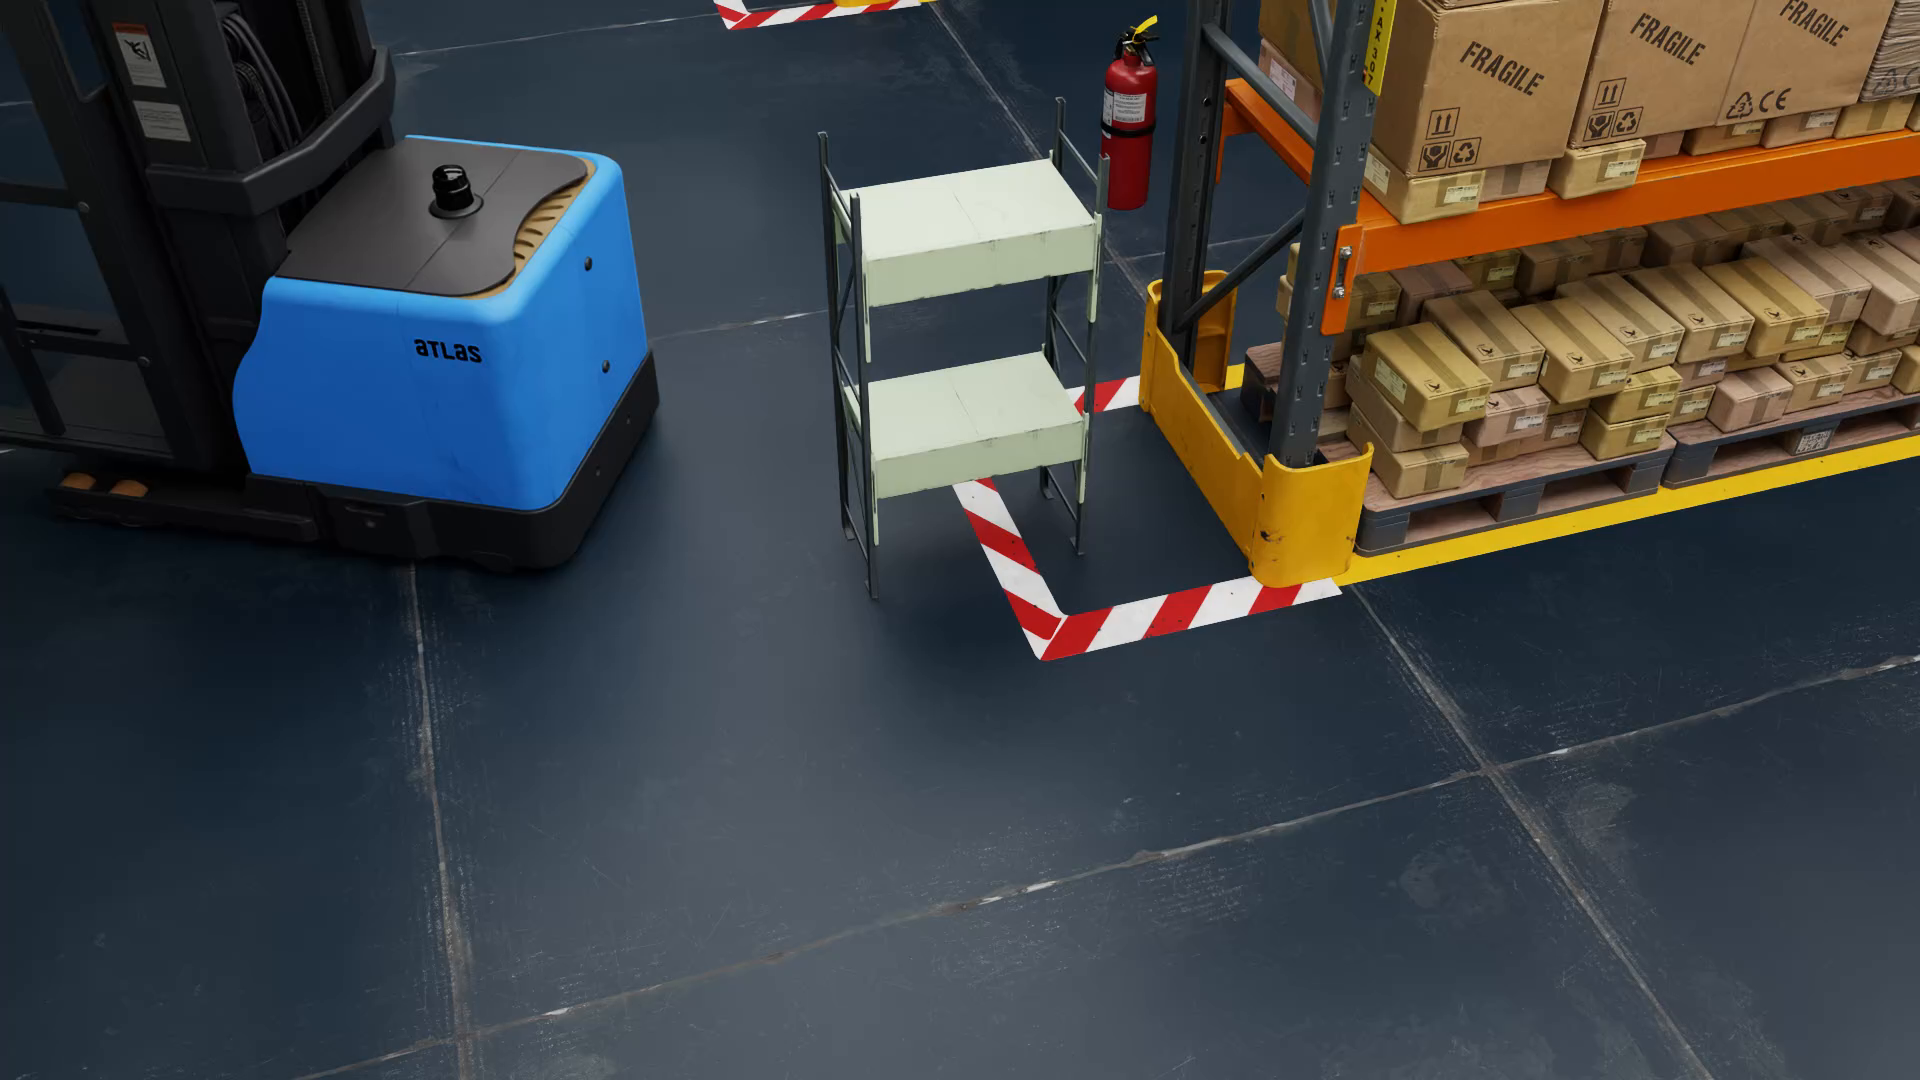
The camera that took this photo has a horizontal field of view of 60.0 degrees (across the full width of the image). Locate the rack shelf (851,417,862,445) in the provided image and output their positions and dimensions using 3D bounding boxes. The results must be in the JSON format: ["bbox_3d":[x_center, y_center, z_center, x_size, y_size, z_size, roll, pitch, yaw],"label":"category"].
[{"bbox_3d":[0.006,-0.374,5.426,0.664,0.071,0.332,-12,42,-13],"label":"rack shelf"}]

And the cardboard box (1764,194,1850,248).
[{"bbox_3d":[3.105,-1.235,6.279,0.250,0.149,0.380,-13,43,-15],"label":"cardboard box"}]

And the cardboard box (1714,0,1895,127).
[{"bbox_3d":[2.417,-1.618,5.020,0.500,0.500,0.500,-11,42,-12],"label":"cardboard box"}]

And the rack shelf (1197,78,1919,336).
[{"bbox_3d":[2.839,-1.467,5.696,4.000,0.370,1.077,-12,42,-13],"label":"rack shelf"}]

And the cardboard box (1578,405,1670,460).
[{"bbox_3d":[2.264,-0.468,5.854,0.250,0.149,0.380,-11,42,-13],"label":"cardboard box"}]

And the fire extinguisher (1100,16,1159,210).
[{"bbox_3d":[0.553,-1.413,5.430,0.183,0.674,0.296,-12,42,-13],"label":"fire extinguisher"}]

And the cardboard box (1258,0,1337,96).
[{"bbox_3d":[1.283,-1.743,5.163,0.500,0.500,0.500,-11,42,-12],"label":"cardboard box"}]

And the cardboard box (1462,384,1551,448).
[{"bbox_3d":[1.786,-0.500,5.664,0.250,0.149,0.380,-12,43,-13],"label":"cardboard box"}]

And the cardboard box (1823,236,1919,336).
[{"bbox_3d":[3.264,-0.904,5.901,0.250,0.149,0.380,-13,43,-15],"label":"cardboard box"}]

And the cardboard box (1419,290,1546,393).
[{"bbox_3d":[1.760,-0.672,5.634,0.250,0.149,0.380,-11,42,-12],"label":"cardboard box"}]

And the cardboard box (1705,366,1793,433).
[{"bbox_3d":[2.742,-0.573,5.974,0.250,0.149,0.380,-14,43,-15],"label":"cardboard box"}]

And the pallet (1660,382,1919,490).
[{"bbox_3d":[2.951,-0.685,6.373,1.213,0.211,1.003,-12,42,-13],"label":"pallet"}]

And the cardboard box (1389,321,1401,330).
[{"bbox_3d":[1.615,-0.840,6.054,0.250,0.149,0.380,-13,43,-14],"label":"cardboard box"}]

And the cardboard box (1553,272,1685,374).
[{"bbox_3d":[2.251,-0.742,5.715,0.250,0.149,0.380,-14,43,-15],"label":"cardboard box"}]

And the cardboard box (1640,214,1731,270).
[{"bbox_3d":[2.616,-1.141,6.172,0.250,0.149,0.380,-13,43,-14],"label":"cardboard box"}]

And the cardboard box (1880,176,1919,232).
[{"bbox_3d":[3.607,-1.340,6.399,0.250,0.149,0.380,-13,43,-14],"label":"cardboard box"}]

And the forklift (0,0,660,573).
[{"bbox_3d":[-2.695,-1.456,5.237,3.031,2.867,1.129,8,42,9],"label":"forklift"}]

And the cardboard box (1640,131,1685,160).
[{"bbox_3d":[2.048,-1.339,5.194,0.250,0.149,0.380,-10,42,-11],"label":"cardboard box"}]

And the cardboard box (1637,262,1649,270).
[{"bbox_3d":[2.584,-1.076,6.323,0.250,0.149,0.380,-10,42,-11],"label":"cardboard box"}]

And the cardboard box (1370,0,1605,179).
[{"bbox_3d":[1.443,-1.408,4.779,0.500,0.500,0.500,-10,42,-11],"label":"cardboard box"}]

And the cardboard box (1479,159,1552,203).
[{"bbox_3d":[1.569,-1.183,5.015,0.250,0.149,0.380,-10,42,-12],"label":"cardboard box"}]

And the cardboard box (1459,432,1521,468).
[{"bbox_3d":[1.752,-0.433,5.813,0.250,0.149,0.380,-12,43,-13],"label":"cardboard box"}]

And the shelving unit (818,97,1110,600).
[{"bbox_3d":[0.006,-0.566,5.258,0.755,1.500,0.431,-12,42,-13],"label":"shelving unit"}]

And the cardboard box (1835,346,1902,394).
[{"bbox_3d":[3.219,-0.712,6.133,0.250,0.149,0.380,-11,42,-12],"label":"cardboard box"}]

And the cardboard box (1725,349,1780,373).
[{"bbox_3d":[2.741,-0.778,5.983,0.250,0.149,0.380,-10,42,-11],"label":"cardboard box"}]

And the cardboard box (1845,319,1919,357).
[{"bbox_3d":[3.270,-0.852,6.067,0.250,0.149,0.380,-14,43,-15],"label":"cardboard box"}]

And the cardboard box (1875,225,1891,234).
[{"bbox_3d":[3.610,-1.230,6.500,0.250,0.149,0.380,-14,43,-15],"label":"cardboard box"}]

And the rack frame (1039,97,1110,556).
[{"bbox_3d":[0.355,-0.638,5.341,0.023,1.500,0.400,-12,42,-13],"label":"rack frame"}]

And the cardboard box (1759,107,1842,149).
[{"bbox_3d":[2.558,-1.409,5.273,0.250,0.149,0.380,-12,43,-14],"label":"cardboard box"}]

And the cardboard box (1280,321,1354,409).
[{"bbox_3d":[1.371,-0.662,6.076,0.250,0.149,0.380,-11,42,-12],"label":"cardboard box"}]

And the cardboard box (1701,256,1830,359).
[{"bbox_3d":[2.783,-0.814,5.797,0.250,0.149,0.380,-11,42,-12],"label":"cardboard box"}]

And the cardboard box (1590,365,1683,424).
[{"bbox_3d":[2.271,-0.587,5.763,0.250,0.149,0.380,-10,42,-12],"label":"cardboard box"}]

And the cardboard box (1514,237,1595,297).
[{"bbox_3d":[2.092,-1.071,6.091,0.250,0.149,0.380,-13,43,-15],"label":"cardboard box"}]

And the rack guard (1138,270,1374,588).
[{"bbox_3d":[1.004,-0.416,5.846,0.348,0.500,1.175,-12,42,-13],"label":"rack guard"}]

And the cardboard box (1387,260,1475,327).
[{"bbox_3d":[1.617,-0.928,5.928,0.250,0.149,0.380,-11,42,-12],"label":"cardboard box"}]

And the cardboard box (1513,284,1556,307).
[{"bbox_3d":[2.132,-0.915,6.139,0.250,0.149,0.380,-12,43,-14],"label":"cardboard box"}]

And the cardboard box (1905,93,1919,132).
[{"bbox_3d":[3.075,-1.481,5.356,0.250,0.149,0.380,-11,42,-12],"label":"cardboard box"}]
